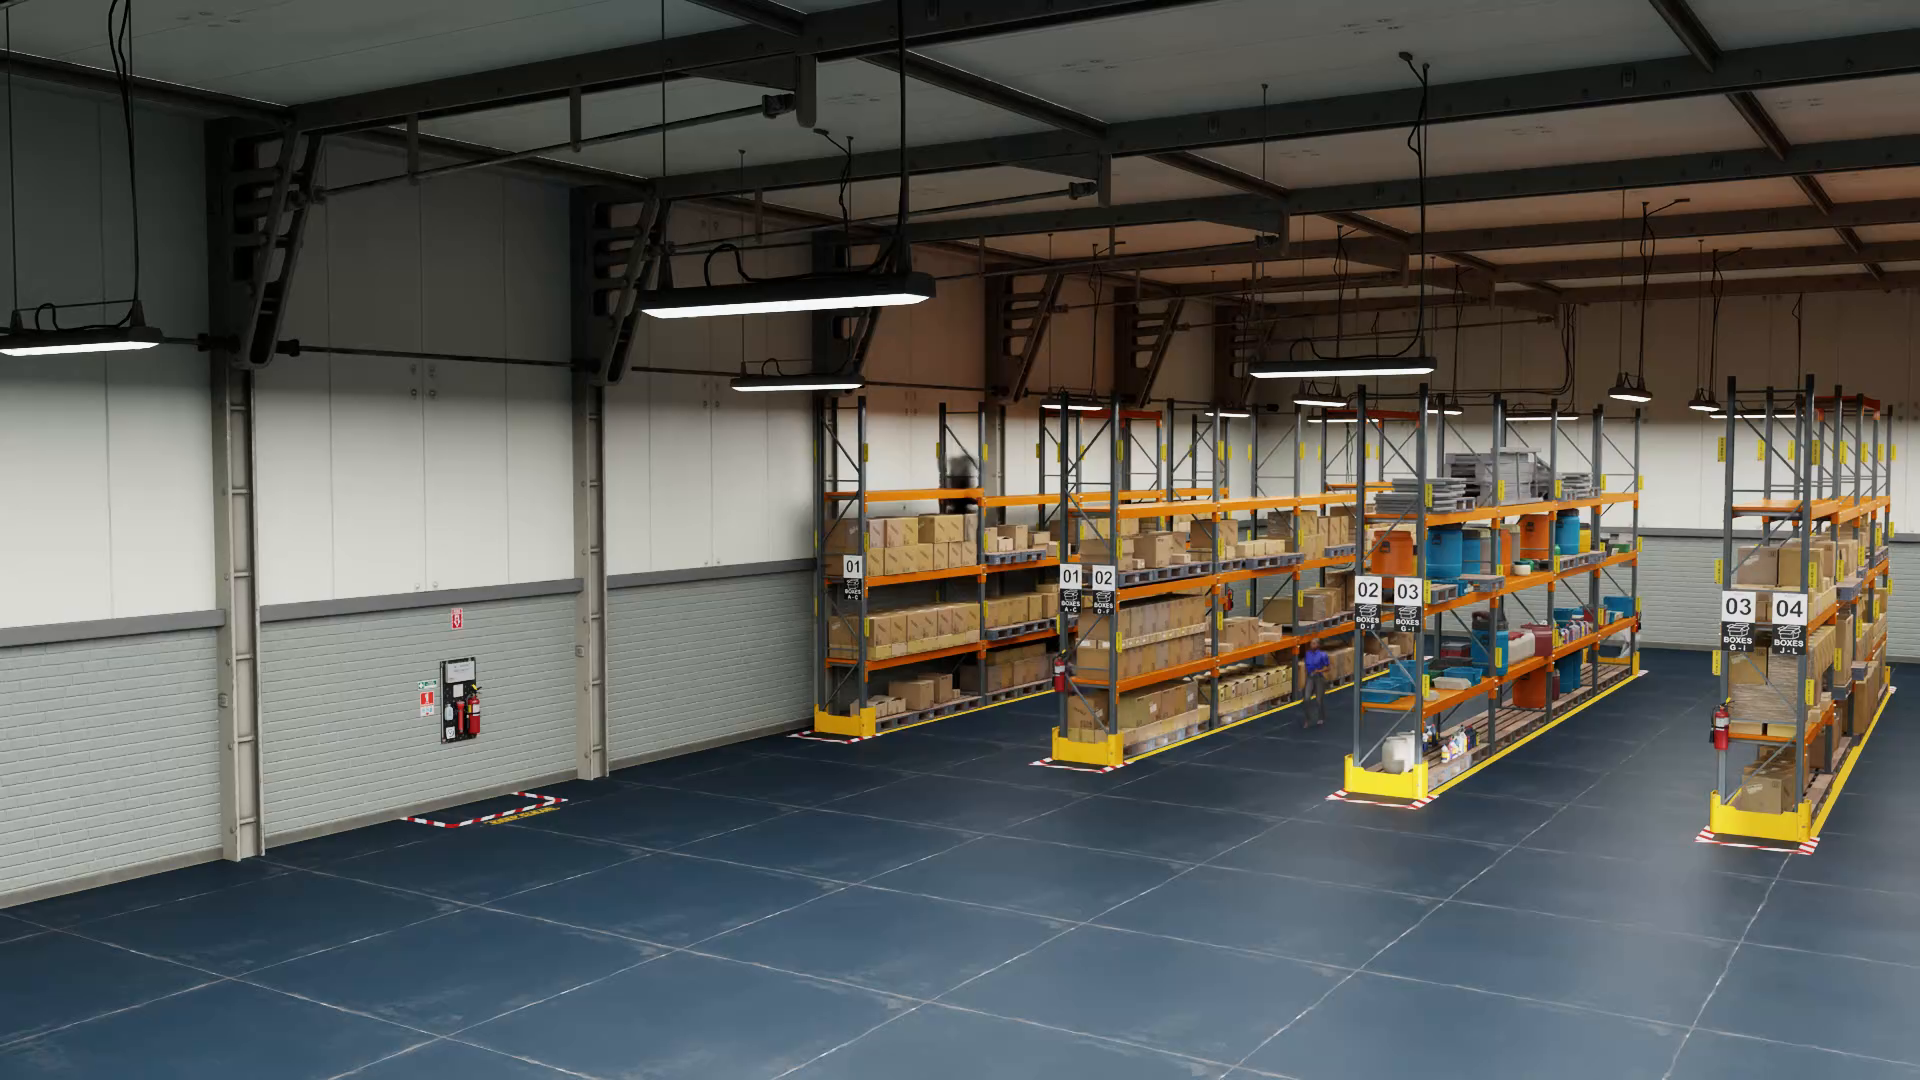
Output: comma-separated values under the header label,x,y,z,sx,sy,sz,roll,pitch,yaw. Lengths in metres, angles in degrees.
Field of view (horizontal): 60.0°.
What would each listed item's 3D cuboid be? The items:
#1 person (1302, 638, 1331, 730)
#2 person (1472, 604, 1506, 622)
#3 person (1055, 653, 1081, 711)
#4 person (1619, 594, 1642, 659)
label,x,y,z,sx,sy,sz,roll,pitch,yaw
person,6.447,2.607,30.105,0.557,1.689,0.717,2,3,29
person,12.024,2.209,37.822,0.740,1.605,0.965,1,3,16
person,2.045,2.721,30.015,0.535,1.459,0.956,2,4,39
person,15.642,2.086,38.786,0.438,1.732,0.824,1,3,10
